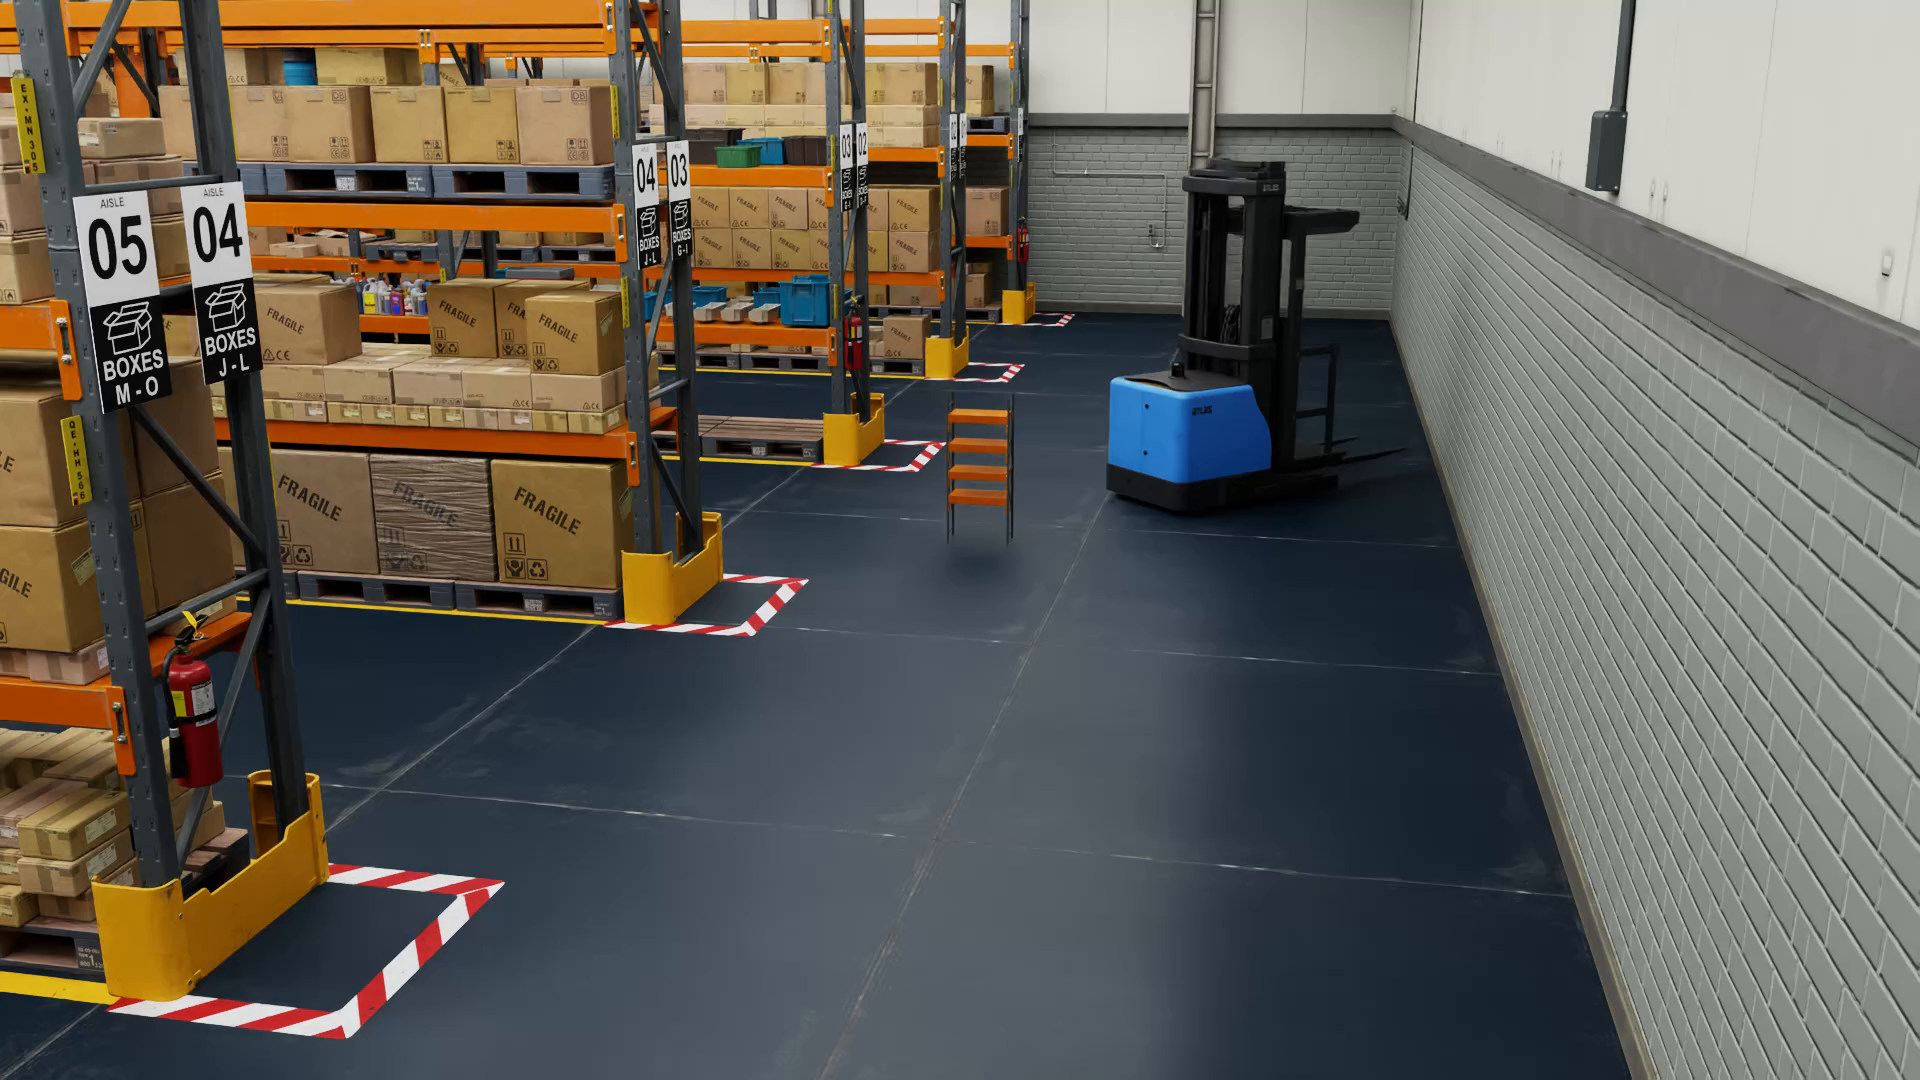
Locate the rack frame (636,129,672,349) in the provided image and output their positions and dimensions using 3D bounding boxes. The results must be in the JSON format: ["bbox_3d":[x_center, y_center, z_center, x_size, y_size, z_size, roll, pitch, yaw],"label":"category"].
[{"bbox_3d":[-4.005,-3.825,21.682,0.127,3.000,1.000,3,16,11],"label":"rack frame"}]

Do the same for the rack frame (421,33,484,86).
[{"bbox_3d":[-4.995,-5.421,16.204,0.127,3.000,1.000,3,16,11],"label":"rack frame"}]

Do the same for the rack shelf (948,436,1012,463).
[{"bbox_3d":[0.162,-0.720,13.258,0.480,0.148,0.258,3,16,11],"label":"rack shelf"}]

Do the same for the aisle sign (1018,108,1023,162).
[{"bbox_3d":[0.909,-6.079,24.948,0.004,0.787,0.394,3,16,11],"label":"aisle sign"}]

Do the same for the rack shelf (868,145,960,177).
[{"bbox_3d":[-2.045,-4.817,20.993,4.000,0.370,1.077,3,16,11],"label":"rack shelf"}]

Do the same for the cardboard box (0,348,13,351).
[{"bbox_3d":[-6.979,-1.263,12.247,0.500,0.500,0.500,4,16,13],"label":"cardboard box"}]

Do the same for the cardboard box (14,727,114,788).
[{"bbox_3d":[-4.111,1.009,7.669,0.250,0.149,0.380,3,16,11],"label":"cardboard box"}]

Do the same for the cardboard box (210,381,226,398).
[{"bbox_3d":[-5.088,-1.184,11.869,0.500,0.250,0.500,3,16,11],"label":"cardboard box"}]

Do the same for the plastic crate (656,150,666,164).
[{"bbox_3d":[-3.150,-3.680,16.034,0.530,0.136,0.437,3,16,11],"label":"plastic crate"}]

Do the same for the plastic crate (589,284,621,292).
[{"bbox_3d":[-3.536,-2.372,16.545,0.530,0.282,0.437,3,16,11],"label":"plastic crate"}]

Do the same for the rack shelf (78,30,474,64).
[{"bbox_3d":[-6.955,-4.988,16.737,4.000,0.370,1.077,3,16,11],"label":"rack shelf"}]

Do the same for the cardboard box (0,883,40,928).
[{"bbox_3d":[-3.980,1.482,7.076,0.250,0.149,0.380,4,16,13],"label":"cardboard box"}]

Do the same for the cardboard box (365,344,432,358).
[{"bbox_3d":[-3.994,-1.268,12.175,0.500,0.250,0.500,3,16,10],"label":"cardboard box"}]

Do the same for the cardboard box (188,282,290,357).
[{"bbox_3d":[-5.083,-1.546,11.772,0.500,0.500,0.500,3,16,11],"label":"cardboard box"}]

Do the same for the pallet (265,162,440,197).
[{"bbox_3d":[-3.991,-2.525,11.535,1.213,0.211,1.003,3,16,11],"label":"pallet"}]

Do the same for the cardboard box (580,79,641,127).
[{"bbox_3d":[-4.484,-5.615,21.365,0.600,0.600,0.600,2,16,6],"label":"cardboard box"}]

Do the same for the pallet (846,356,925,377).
[{"bbox_3d":[-0.941,-2.314,21.452,1.213,0.211,1.003,3,16,11],"label":"pallet"}]

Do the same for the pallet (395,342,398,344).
[{"bbox_3d":[-7.200,-2.644,22.643,1.213,0.211,1.003,3,16,11],"label":"pallet"}]

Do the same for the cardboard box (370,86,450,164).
[{"bbox_3d":[-3.627,-2.855,11.400,0.500,0.500,0.700,2,16,7],"label":"cardboard box"}]

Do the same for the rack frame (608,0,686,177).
[{"bbox_3d":[-2.063,-3.912,10.758,0.127,3.000,1.000,3,16,11],"label":"rack frame"}]

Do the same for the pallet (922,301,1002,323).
[{"bbox_3d":[0.099,-3.586,26.044,1.213,0.211,1.003,3,16,11],"label":"pallet"}]

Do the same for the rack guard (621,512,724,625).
[{"bbox_3d":[-2.039,0.185,11.888,0.348,0.500,1.175,3,16,11],"label":"rack guard"}]

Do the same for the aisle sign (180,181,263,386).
[{"bbox_3d":[-3.019,-1.056,6.816,0.004,0.787,0.394,3,16,11],"label":"aisle sign"}]

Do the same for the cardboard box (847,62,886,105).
[{"bbox_3d":[-1.065,-5.660,20.625,0.500,0.500,0.700,3,16,11],"label":"cardboard box"}]

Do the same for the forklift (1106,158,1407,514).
[{"bbox_3d":[2.815,-1.920,14.933,3.031,2.935,1.130,-10,18,-33],"label":"forklift"}]

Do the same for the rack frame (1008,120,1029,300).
[{"bbox_3d":[0.899,-4.908,25.592,0.127,3.000,1.000,3,16,11],"label":"rack frame"}]

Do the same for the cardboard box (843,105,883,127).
[{"bbox_3d":[-1.129,-5.214,20.420,0.500,0.250,0.500,3,16,11],"label":"cardboard box"}]

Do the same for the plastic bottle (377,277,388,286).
[{"bbox_3d":[-6.140,-2.652,17.664,0.133,0.283,0.061,3,16,11],"label":"plastic bottle"}]

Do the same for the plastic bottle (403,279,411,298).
[{"bbox_3d":[-5.840,-2.624,17.589,0.097,0.271,0.097,0,15,0],"label":"plastic bottle"}]

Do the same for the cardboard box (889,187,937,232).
[{"bbox_3d":[-0.576,-4.094,20.592,0.500,0.500,0.500,3,16,11],"label":"cardboard box"}]

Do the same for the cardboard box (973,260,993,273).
[{"bbox_3d":[0.355,-4.275,25.988,0.250,0.149,0.380,3,16,11],"label":"cardboard box"}]

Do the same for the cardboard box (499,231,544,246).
[{"bbox_3d":[-5.748,-4.153,21.893,0.500,0.500,0.700,-1,16,-3],"label":"cardboard box"}]

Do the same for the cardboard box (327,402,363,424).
[{"bbox_3d":[-4.231,-0.927,11.692,0.250,0.149,0.380,3,16,9],"label":"cardboard box"}]

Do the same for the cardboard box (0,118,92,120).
[{"bbox_3d":[-3.668,-1.630,6.737,0.250,0.149,0.380,4,16,13],"label":"cardboard box"}]

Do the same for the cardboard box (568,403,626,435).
[{"bbox_3d":[-2.477,-0.833,11.350,0.250,0.149,0.380,3,16,12],"label":"cardboard box"}]

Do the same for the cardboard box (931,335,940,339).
[{"bbox_3d":[-0.427,-2.563,21.640,0.250,0.149,0.380,3,16,11],"label":"cardboard box"}]

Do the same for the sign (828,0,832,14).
[{"bbox_3d":[-1.169,-4.908,14.956,0.005,0.325,0.100,3,16,11],"label":"sign"}]

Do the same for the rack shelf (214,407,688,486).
[{"bbox_3d":[-4.023,-0.781,12.039,4.000,0.370,1.077,3,16,11],"label":"rack shelf"}]

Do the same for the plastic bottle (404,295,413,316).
[{"bbox_3d":[-5.565,-2.369,16.798,0.097,0.201,0.097,0,15,0],"label":"plastic bottle"}]

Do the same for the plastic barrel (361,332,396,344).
[{"bbox_3d":[-6.219,-1.792,17.485,0.708,0.901,0.600,3,16,11],"label":"plastic barrel"}]

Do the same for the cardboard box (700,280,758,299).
[{"bbox_3d":[-3.684,-4.288,26.593,0.750,0.750,0.750,3,16,12],"label":"cardboard box"}]

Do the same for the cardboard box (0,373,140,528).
[{"bbox_3d":[-3.648,-0.361,6.561,0.500,0.500,0.500,3,16,10],"label":"cardboard box"}]

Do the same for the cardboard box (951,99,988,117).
[{"bbox_3d":[0.128,-6.502,25.032,0.500,0.250,0.500,4,16,13],"label":"cardboard box"}]

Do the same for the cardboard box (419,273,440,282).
[{"bbox_3d":[-8.631,-4.443,27.770,0.500,0.500,0.700,3,16,11],"label":"cardboard box"}]

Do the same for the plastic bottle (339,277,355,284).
[{"bbox_3d":[-6.508,-2.656,17.692,0.135,0.276,0.152,3,16,11],"label":"plastic bottle"}]

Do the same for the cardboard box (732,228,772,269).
[{"bbox_3d":[-2.567,-3.721,21.119,0.500,0.500,0.500,3,16,11],"label":"cardboard box"}]

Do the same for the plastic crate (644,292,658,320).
[{"bbox_3d":[-3.139,-2.307,16.403,0.300,0.233,0.416,3,16,11],"label":"plastic crate"}]

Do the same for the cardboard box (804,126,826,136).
[{"bbox_3d":[-1.621,-4.997,20.573,0.500,0.250,0.500,3,16,11],"label":"cardboard box"}]

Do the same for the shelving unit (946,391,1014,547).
[{"bbox_3d":[0.162,-0.569,13.300,0.503,1.200,0.258,3,16,11],"label":"shelving unit"}]

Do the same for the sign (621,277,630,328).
[{"bbox_3d":[-2.184,-1.552,10.863,0.005,0.325,0.100,3,16,11],"label":"sign"}]

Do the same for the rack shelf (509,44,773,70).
[{"bbox_3d":[-4.981,-7.579,26.093,4.000,0.370,1.077,3,16,11],"label":"rack shelf"}]

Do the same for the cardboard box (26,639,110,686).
[{"bbox_3d":[-3.526,0.449,6.723,0.250,0.149,0.380,3,16,11],"label":"cardboard box"}]

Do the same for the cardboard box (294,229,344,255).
[{"bbox_3d":[-8.762,-4.093,22.816,0.500,0.311,0.500,3,16,10],"label":"cardboard box"}]

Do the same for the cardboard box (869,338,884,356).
[{"bbox_3d":[-1.046,-2.468,21.267,0.250,0.166,0.380,3,16,11],"label":"cardboard box"}]
